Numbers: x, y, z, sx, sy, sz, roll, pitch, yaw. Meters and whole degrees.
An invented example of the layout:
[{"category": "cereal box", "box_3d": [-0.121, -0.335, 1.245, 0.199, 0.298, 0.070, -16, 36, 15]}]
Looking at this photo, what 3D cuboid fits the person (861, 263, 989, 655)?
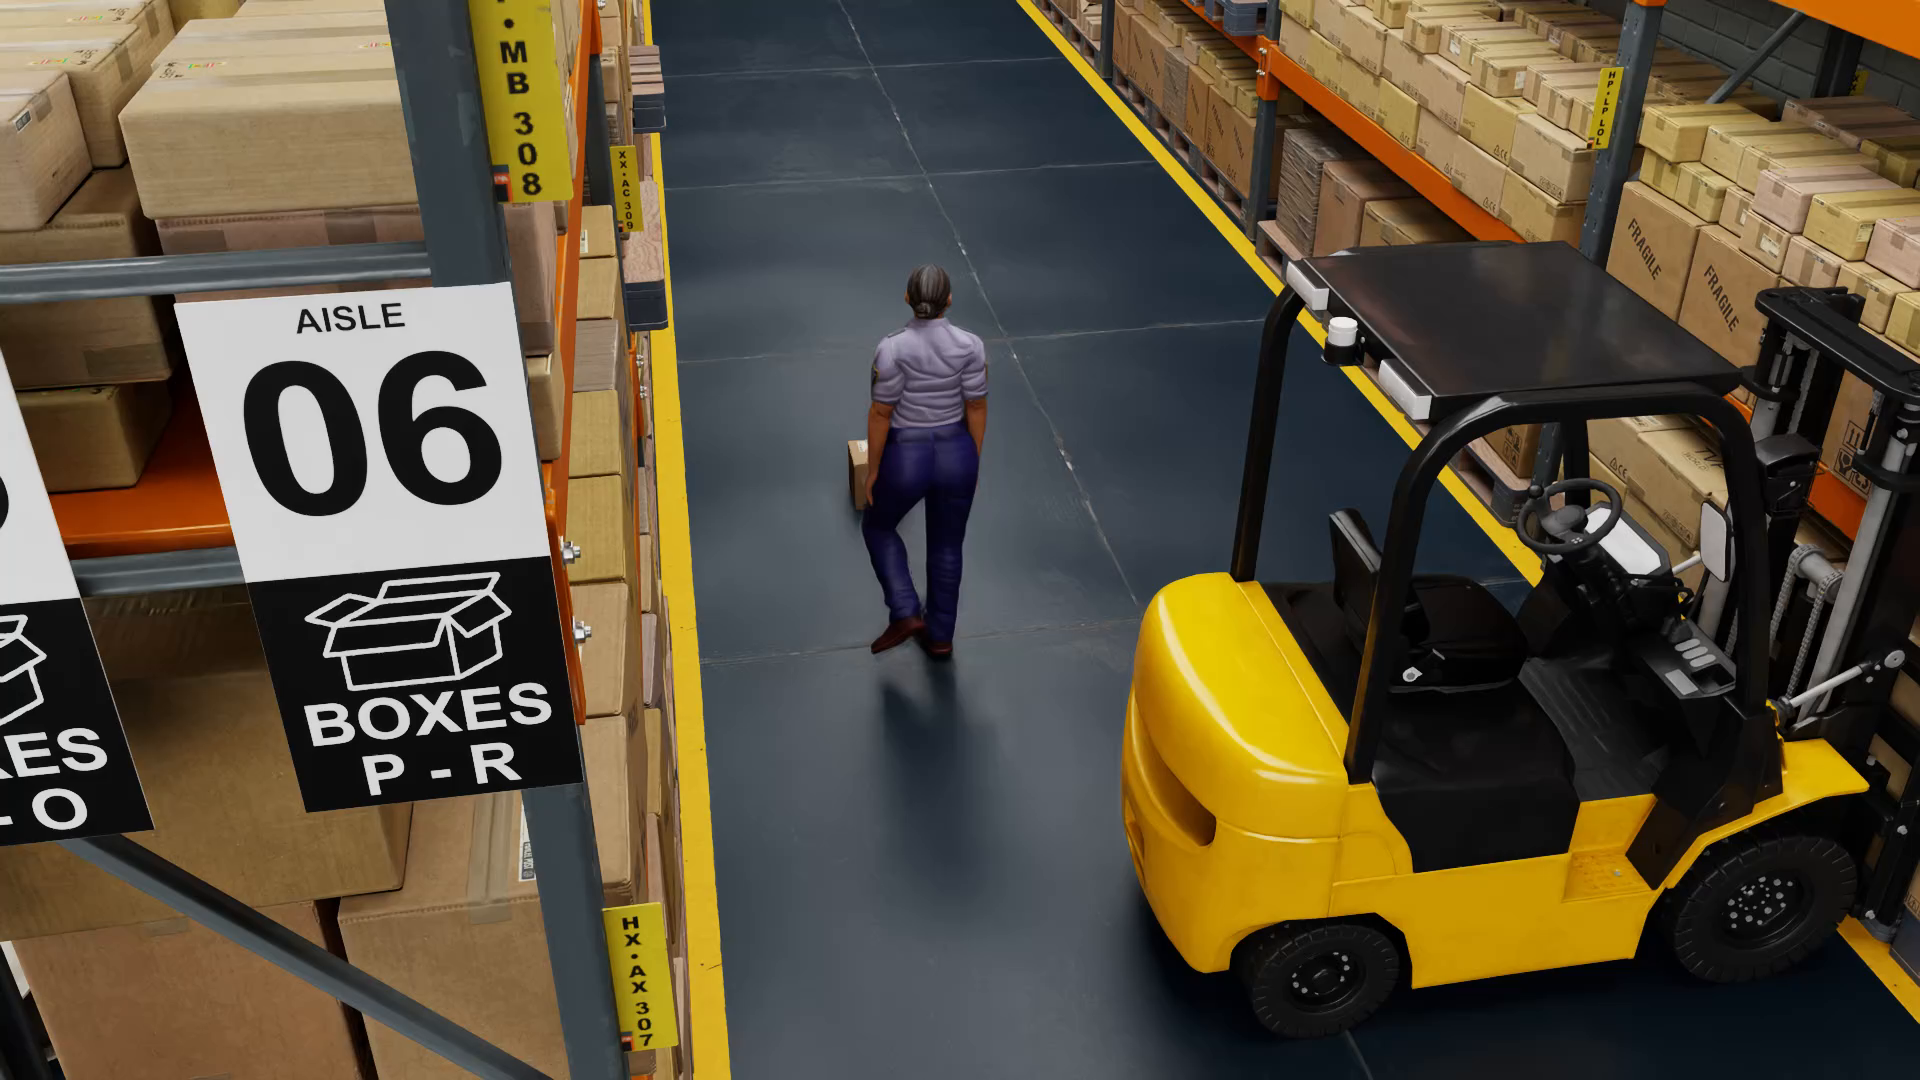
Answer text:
[{"category": "person", "box_3d": [-0.136, -0.273, 6.579, 0.523, 1.630, 0.479, -8, 32, -13]}]
